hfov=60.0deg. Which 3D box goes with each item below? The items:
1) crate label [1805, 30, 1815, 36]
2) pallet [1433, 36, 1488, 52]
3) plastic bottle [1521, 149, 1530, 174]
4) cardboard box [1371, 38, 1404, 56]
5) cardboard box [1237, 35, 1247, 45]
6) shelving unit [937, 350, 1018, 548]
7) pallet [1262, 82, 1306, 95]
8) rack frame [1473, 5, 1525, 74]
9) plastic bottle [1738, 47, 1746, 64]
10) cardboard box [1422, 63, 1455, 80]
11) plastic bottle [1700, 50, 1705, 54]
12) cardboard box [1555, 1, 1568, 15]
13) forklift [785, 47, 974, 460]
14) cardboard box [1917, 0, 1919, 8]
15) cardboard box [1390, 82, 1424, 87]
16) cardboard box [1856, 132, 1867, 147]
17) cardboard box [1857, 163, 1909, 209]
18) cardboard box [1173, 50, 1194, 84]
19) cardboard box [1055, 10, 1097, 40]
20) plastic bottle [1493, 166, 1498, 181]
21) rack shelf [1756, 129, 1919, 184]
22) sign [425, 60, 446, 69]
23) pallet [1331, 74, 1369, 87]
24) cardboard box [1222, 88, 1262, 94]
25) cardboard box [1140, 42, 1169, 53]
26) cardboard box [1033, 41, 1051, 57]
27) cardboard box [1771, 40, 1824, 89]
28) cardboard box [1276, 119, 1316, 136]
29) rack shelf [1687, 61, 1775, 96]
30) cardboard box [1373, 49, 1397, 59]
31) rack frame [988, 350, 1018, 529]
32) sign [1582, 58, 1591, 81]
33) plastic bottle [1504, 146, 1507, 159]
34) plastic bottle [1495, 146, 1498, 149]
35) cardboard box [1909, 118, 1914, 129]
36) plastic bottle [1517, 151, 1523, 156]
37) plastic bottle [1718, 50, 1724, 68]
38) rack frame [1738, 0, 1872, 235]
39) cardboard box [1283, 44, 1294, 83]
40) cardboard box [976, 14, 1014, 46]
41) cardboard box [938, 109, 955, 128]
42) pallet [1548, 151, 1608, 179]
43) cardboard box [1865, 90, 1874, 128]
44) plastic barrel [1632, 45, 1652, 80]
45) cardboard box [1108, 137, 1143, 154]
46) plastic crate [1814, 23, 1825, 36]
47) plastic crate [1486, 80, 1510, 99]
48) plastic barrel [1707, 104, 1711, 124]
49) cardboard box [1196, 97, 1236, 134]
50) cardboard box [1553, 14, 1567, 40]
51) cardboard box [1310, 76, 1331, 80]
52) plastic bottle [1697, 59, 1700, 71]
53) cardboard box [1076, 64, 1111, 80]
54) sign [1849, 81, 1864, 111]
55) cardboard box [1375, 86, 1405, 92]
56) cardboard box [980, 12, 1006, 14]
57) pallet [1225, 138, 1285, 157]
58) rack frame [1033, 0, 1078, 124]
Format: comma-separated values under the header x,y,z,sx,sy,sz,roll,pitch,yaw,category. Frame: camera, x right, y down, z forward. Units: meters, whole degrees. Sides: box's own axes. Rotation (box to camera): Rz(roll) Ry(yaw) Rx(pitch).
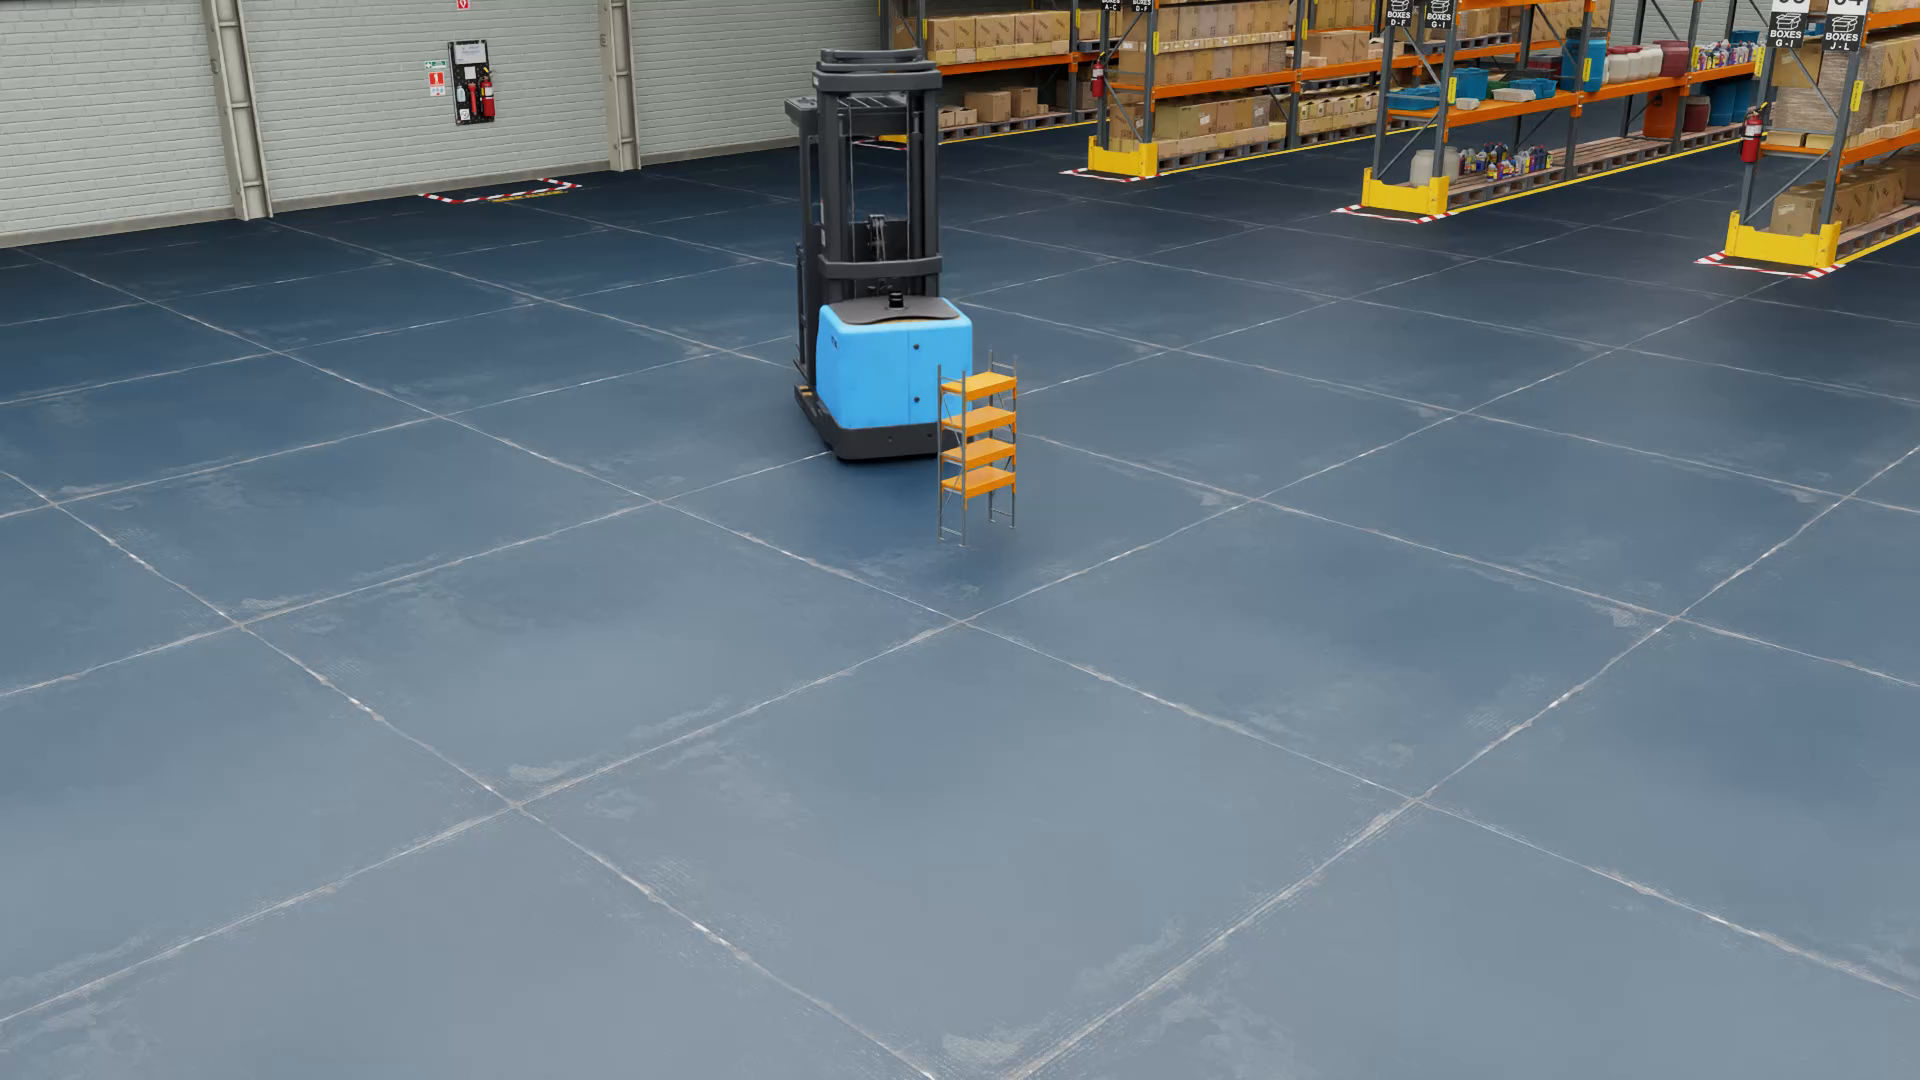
x,y,z,sx,sy,sz,roll,pitch,yaw,category
16.861,-10.031,33.141,0.416,0.233,0.303,19,28,41,crate label
9.495,-9.658,32.288,1.003,0.211,1.213,19,28,41,pallet
8.296,-5.576,24.481,0.144,0.351,0.185,19,28,40,plastic bottle
7.857,-9.122,30.751,0.500,0.311,0.500,-18,27,-39,cardboard box
4.428,-8.118,26.971,0.250,0.149,0.380,-19,28,-41,cardboard box
0.115,-0.603,10.970,0.258,1.200,0.503,19,28,41,shelving unit
6.896,-9.995,36.784,1.003,0.211,1.213,19,28,41,pallet
10.932,-10.275,33.625,1.000,3.000,0.127,19,28,41,rack frame
13.735,-8.536,29.274,0.152,0.276,0.135,19,28,41,plastic bottle
9.373,-9.214,32.691,0.500,0.250,0.500,19,28,40,cardboard box
13.177,-8.593,29.528,0.097,0.201,0.097,0,21,0,plastic bottle
12.181,-11.103,34.249,0.500,0.500,0.500,18,28,39,cardboard box
-0.769,-2.466,13.405,1.130,2.935,3.031,-6,22,-14,forklift
11.241,-6.494,19.819,0.500,0.250,0.500,-19,28,-40,cardboard box
8.626,-8.584,32.098,0.500,0.500,0.500,-19,28,-40,cardboard box
10.399,-4.726,19.539,0.380,0.149,0.250,19,28,41,cardboard box
12.139,-4.674,21.954,0.500,0.500,0.500,18,28,39,cardboard box
3.259,-7.490,26.240,0.500,0.500,0.700,-19,28,-41,cardboard box
2.179,-9.831,31.720,0.700,0.500,0.500,19,28,41,cardboard box
7.668,-5.263,23.874,0.097,0.201,0.097,0,21,0,plastic bottle
11.051,-4.888,20.613,1.077,0.370,4.000,19,28,41,rack shelf
-7.509,-6.804,23.807,0.001,0.109,0.331,19,28,41,sign
8.818,-10.703,38.626,1.003,0.211,1.213,19,28,41,pallet
4.804,-7.440,28.452,0.500,0.500,0.500,19,28,41,cardboard box
2.989,-7.586,25.588,0.380,0.149,0.250,19,28,40,cardboard box
1.333,-9.073,30.680,0.500,0.250,0.500,19,28,41,cardboard box
9.863,-5.565,19.425,0.500,0.500,0.500,19,28,41,cardboard box
5.810,-7.172,28.801,0.500,0.250,0.500,18,28,39,cardboard box
13.083,-8.184,29.189,1.077,0.370,4.000,19,28,41,rack shelf
7.712,-8.829,30.214,0.380,0.149,0.250,19,28,41,cardboard box
0.286,-0.665,11.133,0.240,1.200,0.015,19,28,41,rack frame
9.284,-6.966,24.632,0.100,0.325,0.005,19,28,41,sign
8.232,-5.826,25.225,0.061,0.283,0.133,19,28,41,plastic bottle
8.155,-5.849,25.295,0.135,0.276,0.152,-19,28,-40,plastic bottle
11.745,-5.257,20.922,0.380,0.149,0.250,19,28,41,cardboard box
8.397,-5.655,24.790,0.152,0.276,0.135,19,28,41,plastic bottle
13.060,-8.267,28.565,0.061,0.283,0.133,19,28,41,plastic bottle
9.656,-4.710,19.147,1.000,3.000,0.127,19,28,41,rack frame
7.020,-10.506,36.639,0.750,0.750,0.750,20,28,41,cardboard box
0.626,-9.157,29.854,0.500,0.500,0.500,-19,28,-40,cardboard box
-0.444,-7.534,29.631,0.500,0.311,0.500,15,26,35,cardboard box
9.418,-5.887,26.098,1.003,0.211,1.213,19,28,41,pallet
10.322,-5.188,19.838,0.875,0.500,0.500,19,28,41,cardboard box
10.830,-7.632,26.593,0.421,0.512,0.421,0,21,0,plastic barrel
2.723,-6.314,26.569,0.500,0.250,0.500,19,28,41,cardboard box
17.169,-9.974,32.710,0.616,0.435,0.499,19,28,41,plastic crate
7.748,-6.600,24.361,0.450,0.188,0.662,19,28,41,plastic crate
13.135,-7.628,29.623,0.421,0.512,0.421,0,21,0,plastic barrel
4.143,-6.920,27.099,0.500,0.500,0.500,19,28,41,cardboard box
12.188,-10.645,34.448,0.500,0.500,0.500,19,28,40,cardboard box
7.975,-10.709,37.655,0.700,0.500,0.500,20,29,41,cardboard box
12.390,-7.991,27.962,0.097,0.201,0.097,0,21,0,plastic bottle
2.606,-9.153,32.533,0.500,0.250,0.500,19,28,40,cardboard box
10.045,-4.978,18.638,0.100,0.325,0.005,19,28,41,sign
7.953,-8.224,30.757,0.500,0.311,0.500,-19,28,-41,cardboard box
0.607,-9.419,30.535,0.500,0.500,0.500,-19,28,-41,cardboard box
4.767,-6.723,28.271,1.003,0.211,1.213,19,28,41,pallet
1.800,-9.457,31.498,1.000,3.000,0.127,19,28,41,rack frame
